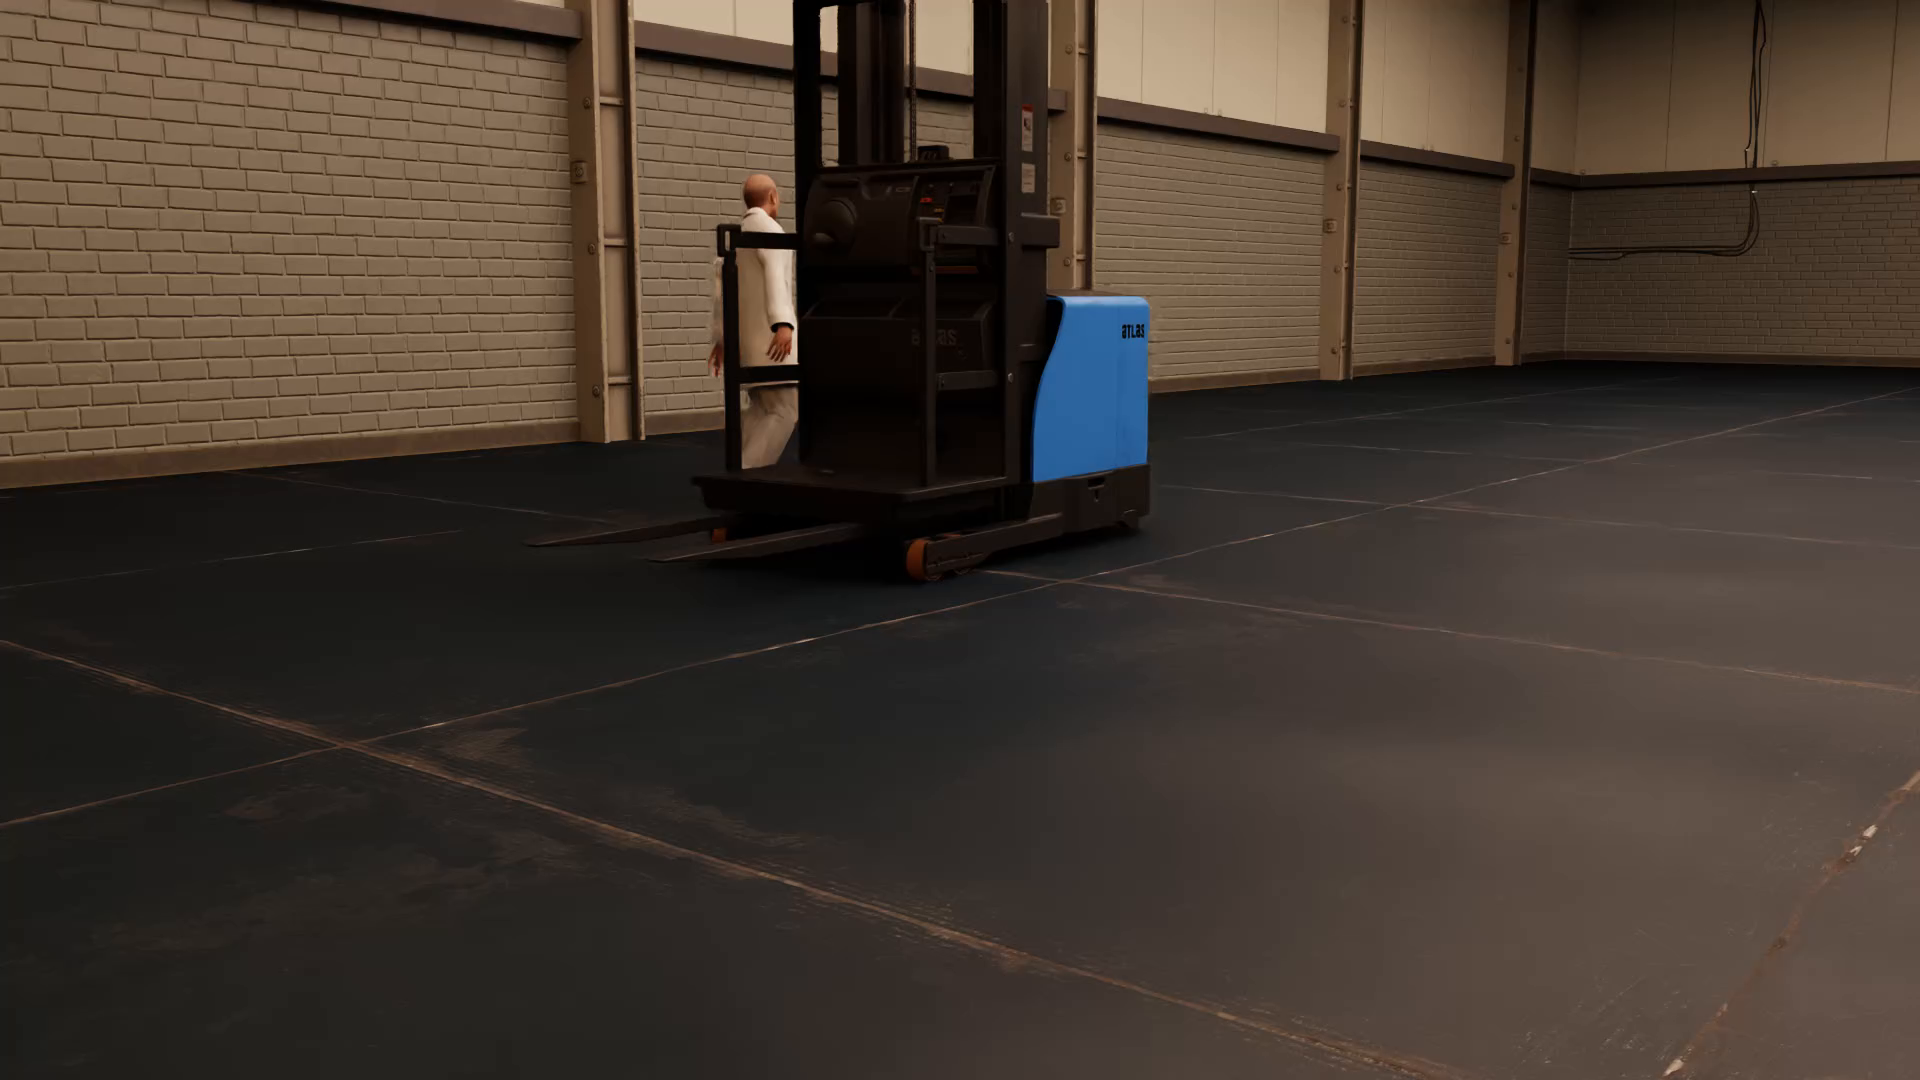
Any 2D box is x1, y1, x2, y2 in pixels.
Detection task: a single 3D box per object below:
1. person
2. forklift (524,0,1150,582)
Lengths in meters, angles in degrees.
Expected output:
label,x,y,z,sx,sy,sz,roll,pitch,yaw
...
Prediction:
label,x,y,z,sx,sy,sz,roll,pitch,yaw
person,-1.063,-1.026,8.697,0.551,1.760,0.908,-5,10,-29
forklift,-0.377,-1.368,6.631,1.130,2.935,3.031,6,10,35
